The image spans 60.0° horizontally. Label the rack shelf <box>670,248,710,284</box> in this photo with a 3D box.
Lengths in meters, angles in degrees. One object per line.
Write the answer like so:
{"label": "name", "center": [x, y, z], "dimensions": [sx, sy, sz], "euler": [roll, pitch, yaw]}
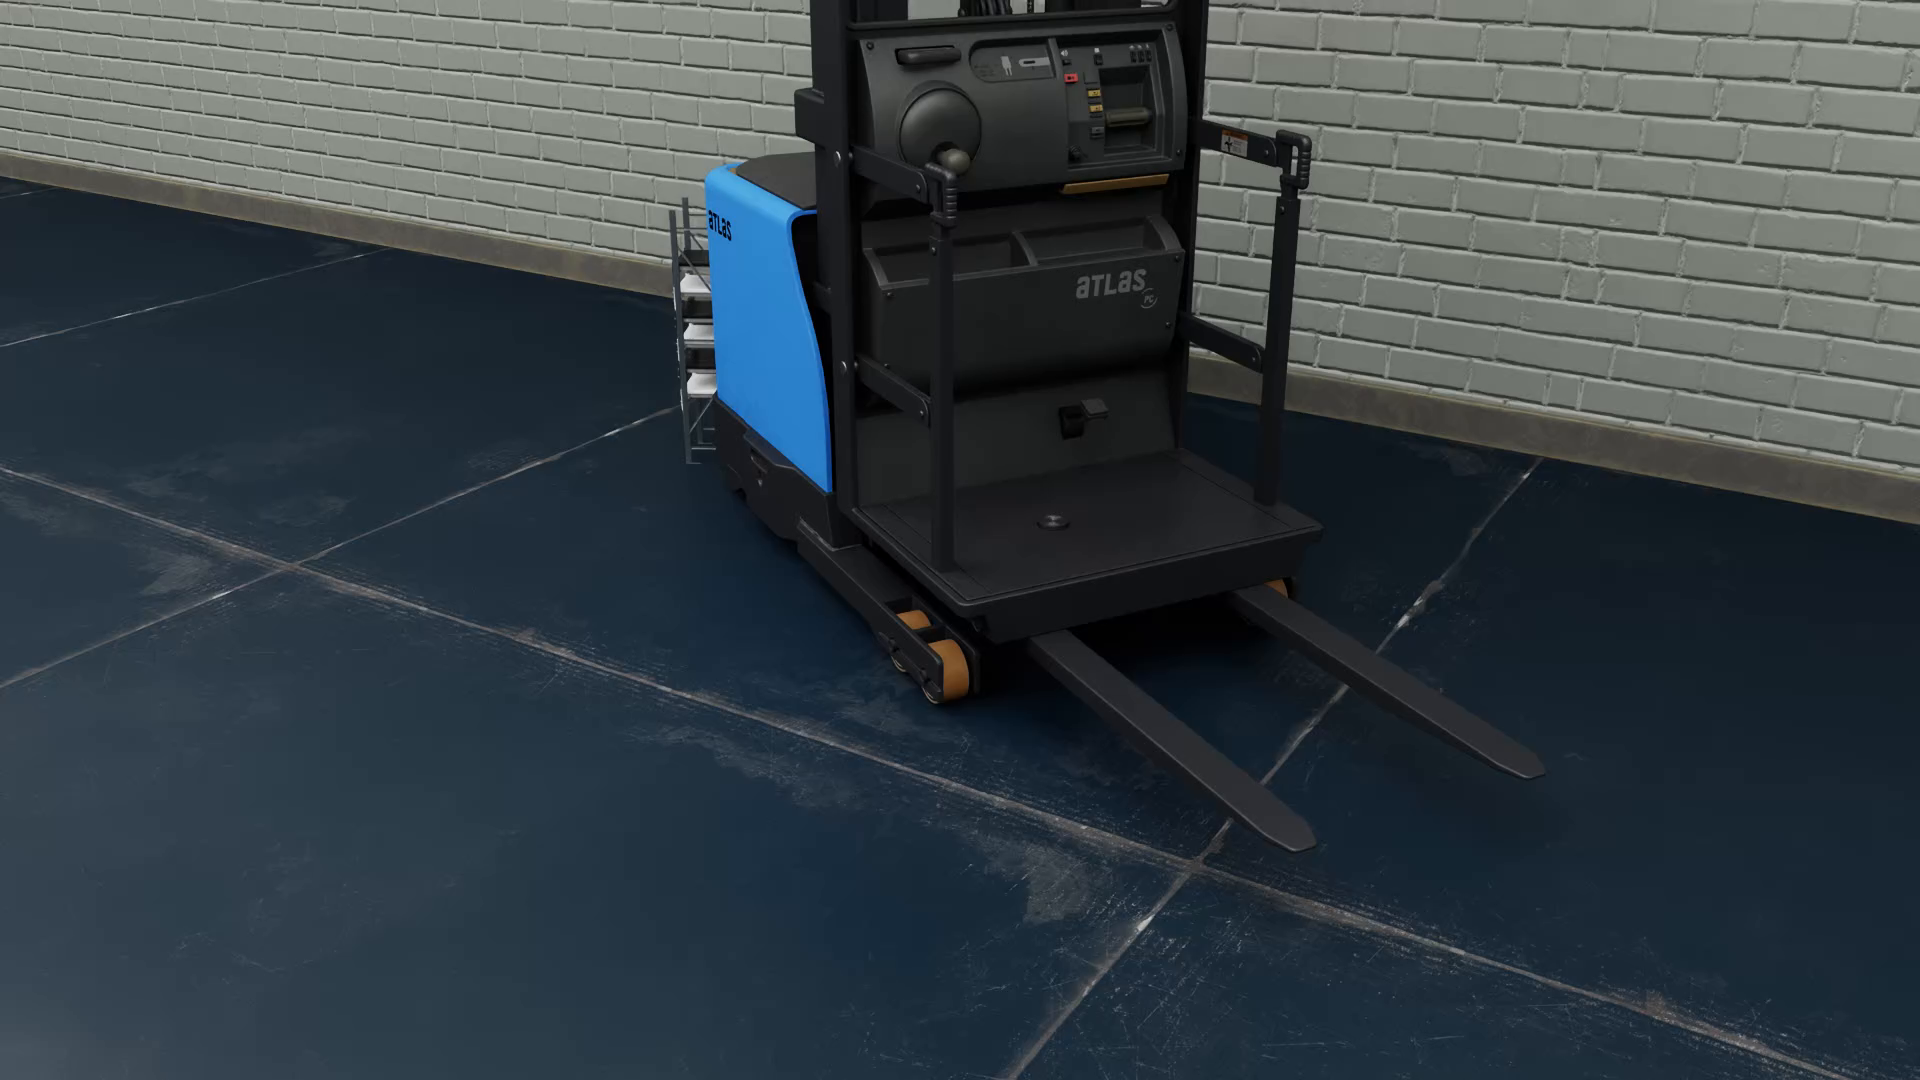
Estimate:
{"label": "rack shelf", "center": [-0.839, -0.936, 5.683], "dimensions": [0.258, 0.077, 0.200], "euler": [1, 23, 3]}

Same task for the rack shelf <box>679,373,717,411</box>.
{"label": "rack shelf", "center": [-0.839, -0.523, 5.862], "dimensions": [0.258, 0.077, 0.200], "euler": [1, 23, 3]}

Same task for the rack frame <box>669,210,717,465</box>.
{"label": "rack frame", "center": [-0.845, -0.678, 5.684], "dimensions": [0.240, 0.900, 0.006], "euler": [1, 23, 3]}

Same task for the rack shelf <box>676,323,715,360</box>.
{"label": "rack shelf", "center": [-0.839, -0.688, 5.790], "dimensions": [0.258, 0.077, 0.200], "euler": [1, 23, 3]}

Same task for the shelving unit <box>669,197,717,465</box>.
{"label": "shelving unit", "center": [-0.839, -0.718, 5.777], "dimensions": [0.258, 0.900, 0.210], "euler": [1, 23, 3]}

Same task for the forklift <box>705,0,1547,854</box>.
{"label": "forklift", "center": [0.278, -1.124, 4.157], "dimensions": [1.130, 2.935, 3.031], "euler": [-11, 26, -24]}

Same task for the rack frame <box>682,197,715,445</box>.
{"label": "rack frame", "center": [-0.834, -0.759, 5.870], "dimensions": [0.240, 0.900, 0.006], "euler": [1, 23, 3]}

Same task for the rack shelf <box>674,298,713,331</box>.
{"label": "rack shelf", "center": [-0.839, -0.770, 5.754], "dimensions": [0.258, 0.077, 0.200], "euler": [1, 23, 3]}

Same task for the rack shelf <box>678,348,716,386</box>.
{"label": "rack shelf", "center": [-0.839, -0.605, 5.826], "dimensions": [0.258, 0.077, 0.200], "euler": [1, 23, 3]}

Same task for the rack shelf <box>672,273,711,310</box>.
{"label": "rack shelf", "center": [-0.839, -0.853, 5.719], "dimensions": [0.258, 0.077, 0.200], "euler": [1, 23, 3]}
